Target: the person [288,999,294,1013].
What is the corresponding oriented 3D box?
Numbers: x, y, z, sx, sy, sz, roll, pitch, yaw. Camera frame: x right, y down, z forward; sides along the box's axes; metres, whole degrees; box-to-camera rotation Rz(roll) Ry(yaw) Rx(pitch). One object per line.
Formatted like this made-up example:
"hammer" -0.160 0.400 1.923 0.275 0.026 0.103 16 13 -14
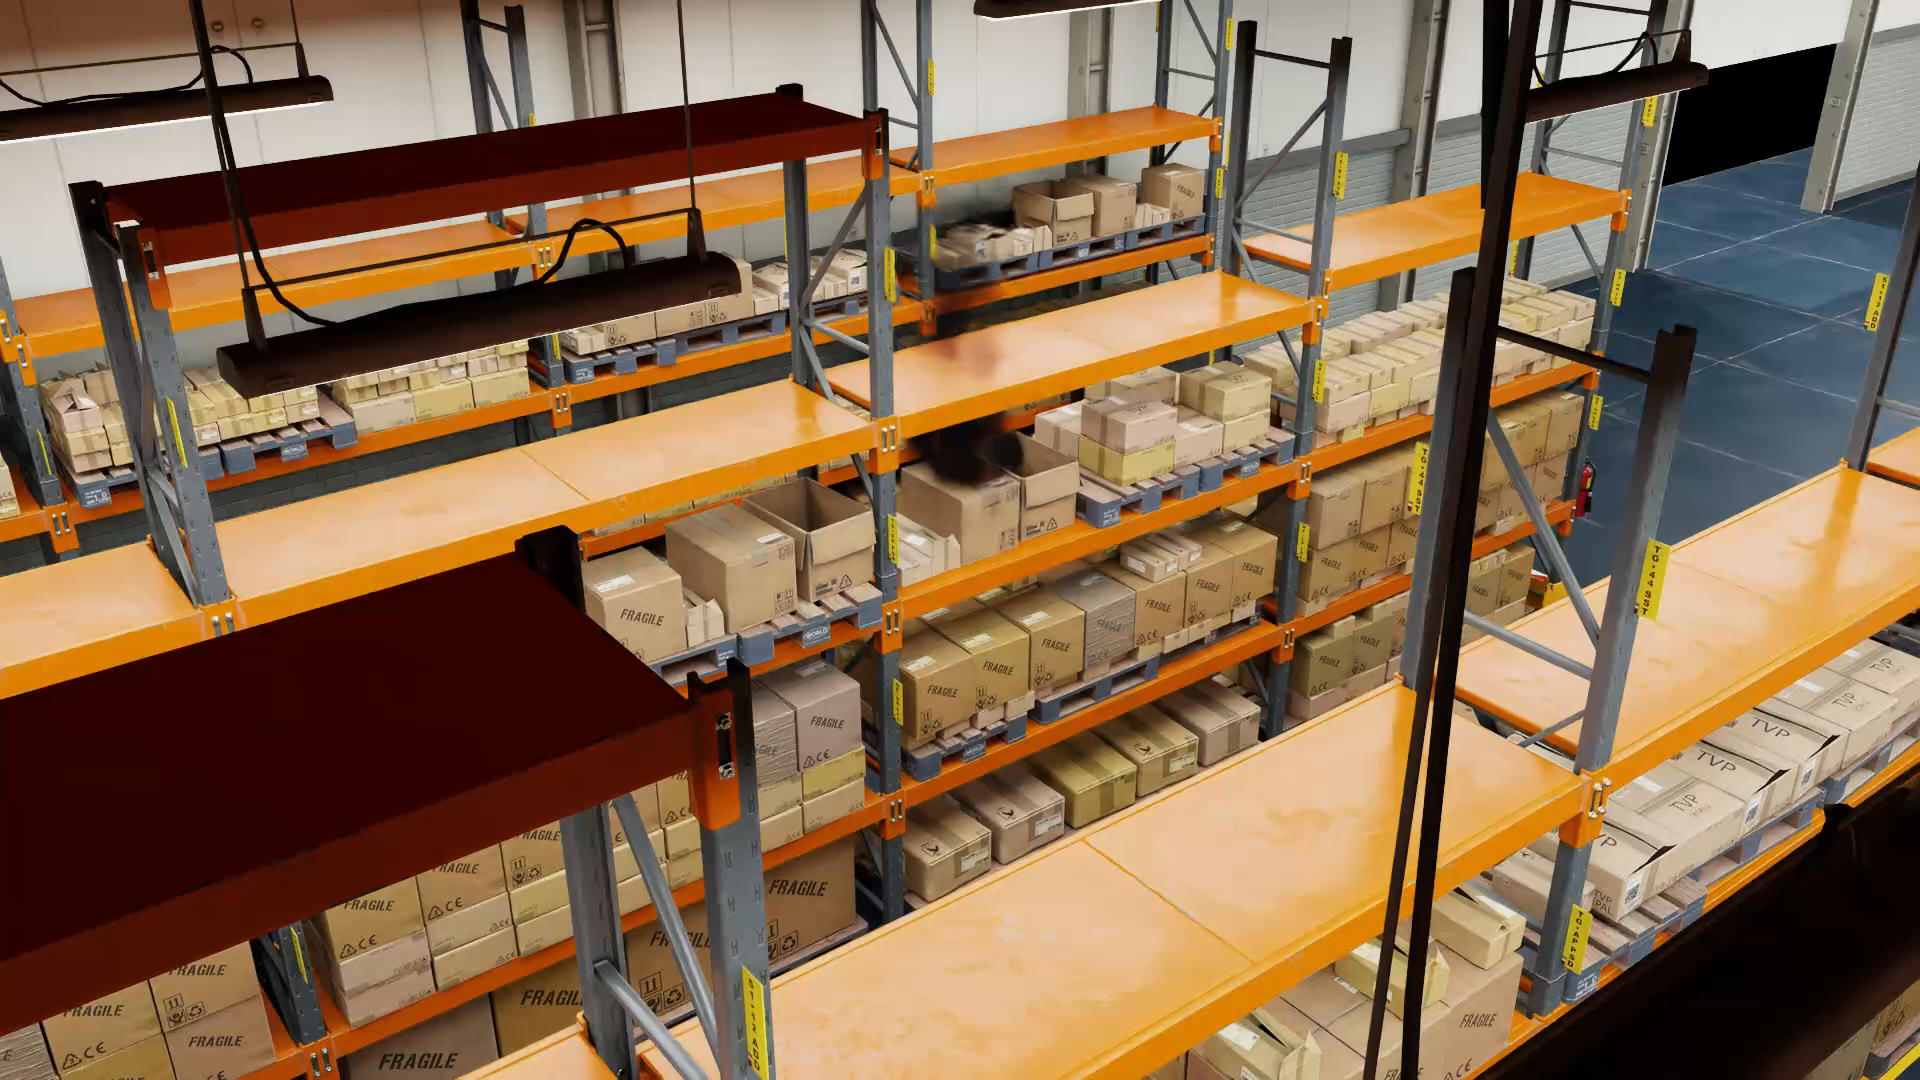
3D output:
"person" -4.412 2.298 11.427 0.649 1.793 0.883 18 32 33
